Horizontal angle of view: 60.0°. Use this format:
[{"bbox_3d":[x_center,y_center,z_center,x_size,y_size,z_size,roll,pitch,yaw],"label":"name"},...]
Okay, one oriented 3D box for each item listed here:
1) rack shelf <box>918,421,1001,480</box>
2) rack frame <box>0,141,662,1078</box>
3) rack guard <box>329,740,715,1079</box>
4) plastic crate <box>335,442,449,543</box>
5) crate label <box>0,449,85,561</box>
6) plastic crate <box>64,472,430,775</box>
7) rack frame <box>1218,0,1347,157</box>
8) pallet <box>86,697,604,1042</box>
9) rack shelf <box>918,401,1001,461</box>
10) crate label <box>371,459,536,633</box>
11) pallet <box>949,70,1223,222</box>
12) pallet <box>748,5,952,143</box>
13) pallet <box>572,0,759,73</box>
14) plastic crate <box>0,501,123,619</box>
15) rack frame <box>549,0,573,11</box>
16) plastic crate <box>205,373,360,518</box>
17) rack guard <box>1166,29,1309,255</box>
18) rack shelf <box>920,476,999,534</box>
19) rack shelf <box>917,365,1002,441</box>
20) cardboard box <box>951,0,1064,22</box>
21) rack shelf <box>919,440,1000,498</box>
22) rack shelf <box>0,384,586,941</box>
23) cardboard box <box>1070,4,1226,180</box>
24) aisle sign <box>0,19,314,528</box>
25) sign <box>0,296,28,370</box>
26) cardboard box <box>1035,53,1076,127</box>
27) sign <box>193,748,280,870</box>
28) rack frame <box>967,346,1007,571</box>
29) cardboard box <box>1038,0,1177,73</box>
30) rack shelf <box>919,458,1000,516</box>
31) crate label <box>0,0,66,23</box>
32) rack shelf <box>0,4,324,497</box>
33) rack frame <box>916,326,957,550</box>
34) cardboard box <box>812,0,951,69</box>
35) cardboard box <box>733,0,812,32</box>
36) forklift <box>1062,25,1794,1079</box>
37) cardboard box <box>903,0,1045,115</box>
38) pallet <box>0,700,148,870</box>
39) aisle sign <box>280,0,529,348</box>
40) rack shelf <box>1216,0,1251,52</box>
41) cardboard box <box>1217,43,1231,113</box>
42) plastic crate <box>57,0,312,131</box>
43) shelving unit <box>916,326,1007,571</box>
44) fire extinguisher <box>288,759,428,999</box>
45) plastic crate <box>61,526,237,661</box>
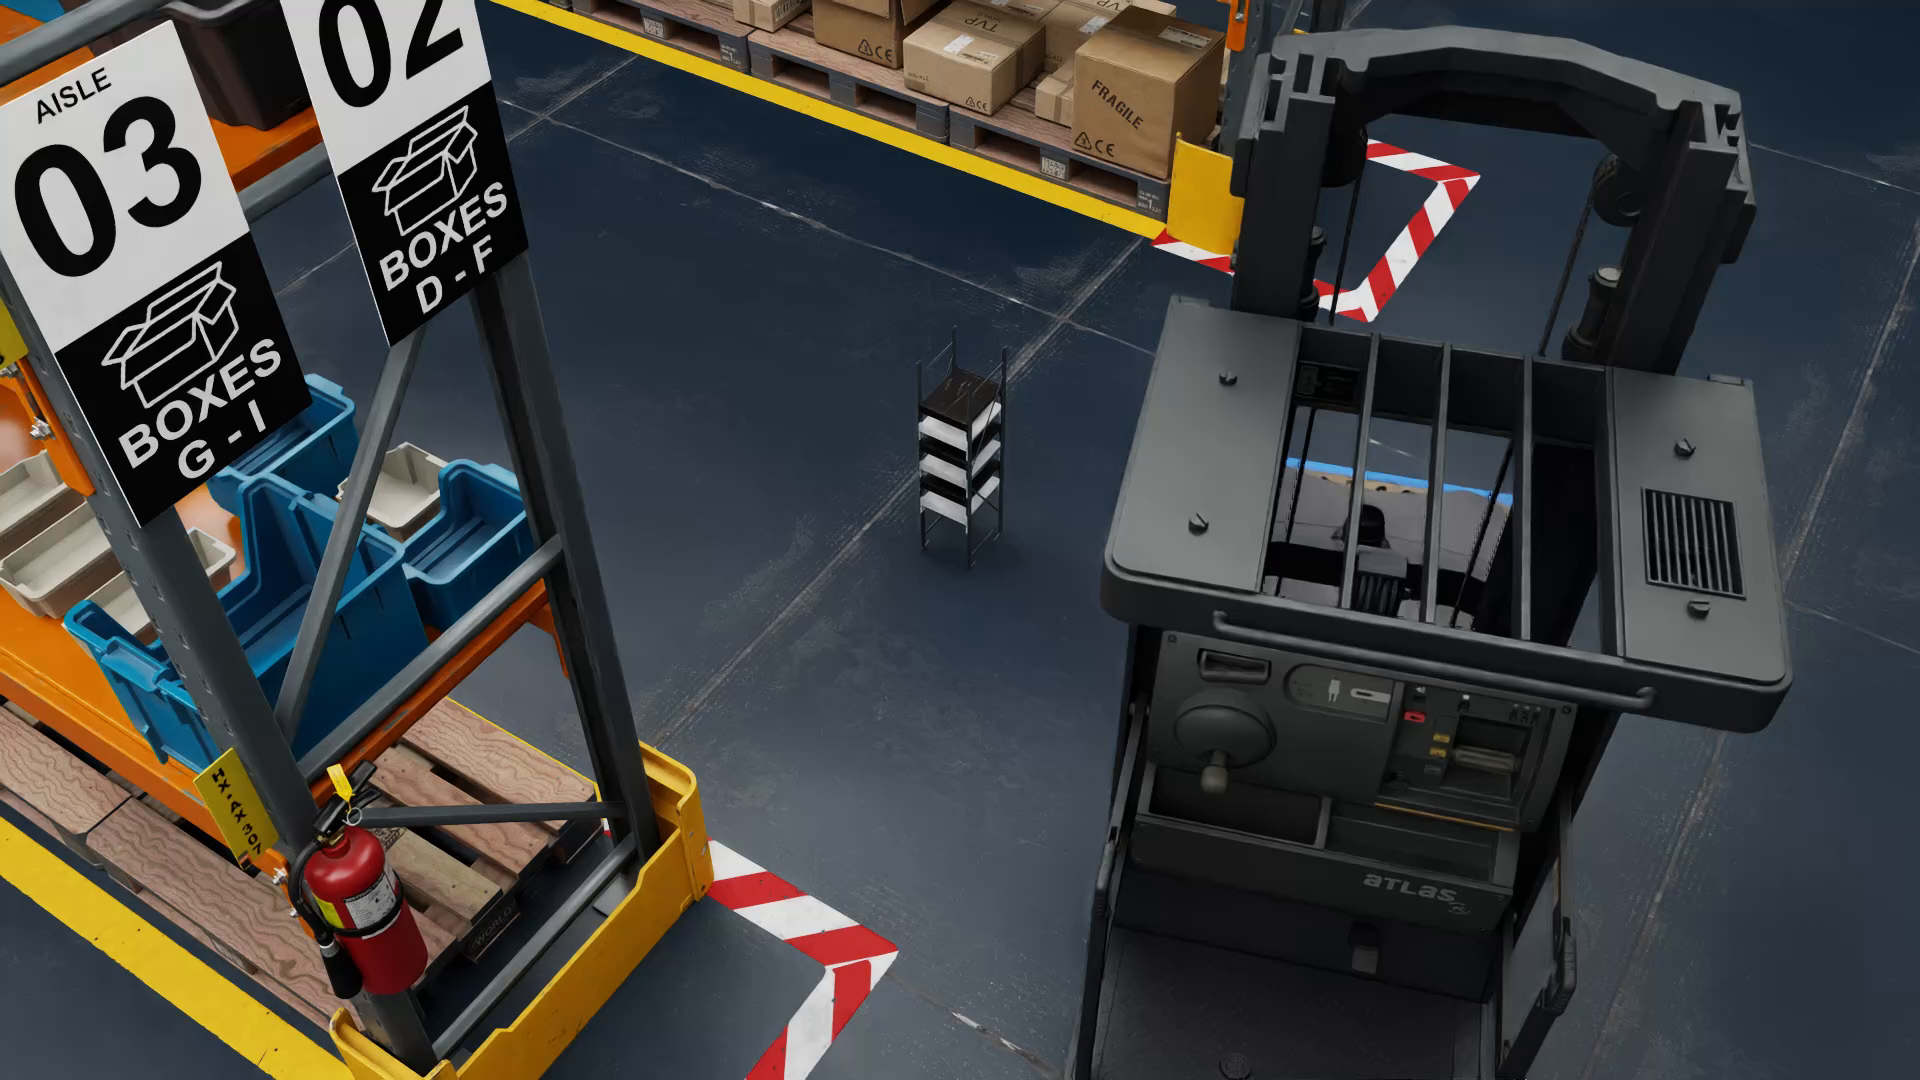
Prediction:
[{"bbox_3d":[0.007,-0.350,5.884,0.200,0.077,0.258,25,51,22],"label":"rack shelf"},{"bbox_3d":[-1.233,0.287,3.880,0.127,3.000,1.000,25,51,22],"label":"rack frame"},{"bbox_3d":[-1.206,1.159,4.775,0.348,0.500,1.175,25,51,22],"label":"rack guard"},{"bbox_3d":[-1.488,-0.111,4.408,0.298,0.136,0.250,25,51,22],"label":"plastic crate"},{"bbox_3d":[-2.501,-0.063,4.361,0.243,0.136,0.396,25,51,22],"label":"crate label"},{"bbox_3d":[-1.616,0.237,3.862,0.499,0.435,0.616,25,51,22],"label":"plastic crate"},{"bbox_3d":[1.444,-2.702,6.784,0.127,3.000,1.000,25,51,22],"label":"rack frame"},{"bbox_3d":[-1.906,0.916,5.213,1.213,0.211,1.003,25,51,22],"label":"pallet"},{"bbox_3d":[0.007,-0.413,5.819,0.200,0.077,0.258,25,51,22],"label":"rack shelf"},{"bbox_3d":[-1.263,0.030,4.204,0.303,0.233,0.416,25,51,22],"label":"crate label"},{"bbox_3d":[0.709,-2.068,8.112,1.213,0.211,1.003,25,51,22],"label":"pallet"},{"bbox_3d":[-0.314,-2.541,8.572,1.213,0.211,1.003,25,51,22],"label":"pallet"},{"bbox_3d":[-1.345,-3.012,9.030,1.213,0.211,1.003,25,51,22],"label":"pallet"},{"bbox_3d":[-2.253,0.030,4.271,0.243,0.136,0.396,25,51,22],"label":"plastic crate"},{"bbox_3d":[-1.923,-4.251,8.289,0.127,3.000,1.000,25,51,22],"label":"rack frame"},{"bbox_3d":[-1.817,-0.225,4.452,0.300,0.233,0.416,25,51,22],"label":"plastic crate"},{"bbox_3d":[1.380,-1.860,7.709,0.348,0.500,1.175,25,51,22],"label":"rack guard"},{"bbox_3d":[0.007,-0.162,6.077,0.200,0.077,0.258,25,51,22],"label":"rack shelf"},{"bbox_3d":[0.007,-0.475,5.754,0.200,0.077,0.258,25,51,22],"label":"rack shelf"},{"bbox_3d":[0.298,-2.666,8.360,0.500,0.250,0.500,25,51,22],"label":"cardboard box"},{"bbox_3d":[0.007,-0.287,5.948,0.200,0.077,0.258,25,51,22],"label":"rack shelf"},{"bbox_3d":[-2.917,-0.237,4.890,4.000,0.370,1.077,25,51,22],"label":"rack shelf"},{"bbox_3d":[0.854,-2.046,7.583,0.500,0.500,0.500,25,51,22],"label":"cardboard box"},{"bbox_3d":[-1.331,-0.415,2.749,0.004,0.787,0.394,25,51,22],"label":"aisle sign"},{"bbox_3d":[-1.516,-0.384,2.513,0.005,0.325,0.100,25,51,22],"label":"sign"},{"bbox_3d":[0.561,-2.141,7.908,0.250,0.166,0.380,25,51,22],"label":"cardboard box"},{"bbox_3d":[-1.516,0.568,3.493,0.005,0.325,0.100,25,51,22],"label":"sign"},{"bbox_3d":[0.092,-0.271,5.886,0.006,0.900,0.240,25,51,22],"label":"rack frame"},{"bbox_3d":[0.719,-2.473,8.172,0.500,0.250,0.500,25,51,22],"label":"cardboard box"},{"bbox_3d":[0.007,-0.225,6.013,0.200,0.077,0.258,25,51,22],"label":"rack shelf"},{"bbox_3d":[-1.835,-1.259,3.394,0.502,0.251,0.408,25,51,22],"label":"crate label"},{"bbox_3d":[-2.917,-1.282,3.815,4.000,0.370,1.077,25,51,22],"label":"rack shelf"},{"bbox_3d":[-0.079,-0.350,5.962,0.006,0.900,0.240,25,51,22],"label":"rack frame"},{"bbox_3d":[-0.339,-2.810,8.323,0.637,0.503,0.797,25,51,22],"label":"cardboard box"},{"bbox_3d":[-0.953,-2.795,8.543,0.250,0.166,0.380,25,51,22],"label":"cardboard box"},{"bbox_3d":[0.864,0.541,3.680,1.130,2.935,3.031,10,47,10],"label":"forklift"},{"bbox_3d":[0.070,-2.345,8.048,0.500,0.250,0.500,25,51,22],"label":"cardboard box"},{"bbox_3d":[-2.929,0.443,5.672,1.213,0.211,1.003,25,51,22],"label":"pallet"},{"bbox_3d":[-1.012,-0.771,3.095,0.004,0.787,0.394,25,51,22],"label":"aisle sign"},{"bbox_3d":[-0.239,-3.226,7.795,4.000,0.370,1.077,25,51,22],"label":"rack shelf"},{"bbox_3d":[1.277,-2.231,8.008,0.250,0.149,0.380,25,51,22],"label":"cardboard box"},{"bbox_3d":[-1.407,-1.030,3.159,0.590,0.269,0.497,25,51,22],"label":"plastic crate"},{"bbox_3d":[0.007,-0.310,5.924,0.210,0.900,0.258,25,51,22],"label":"shelving unit"},{"bbox_3d":[-1.351,0.776,3.718,0.183,0.674,0.296,25,51,22],"label":"fire extinguisher"},{"bbox_3d":[-2.017,0.151,4.153,0.243,0.136,0.396,25,51,22],"label":"plastic crate"}]
